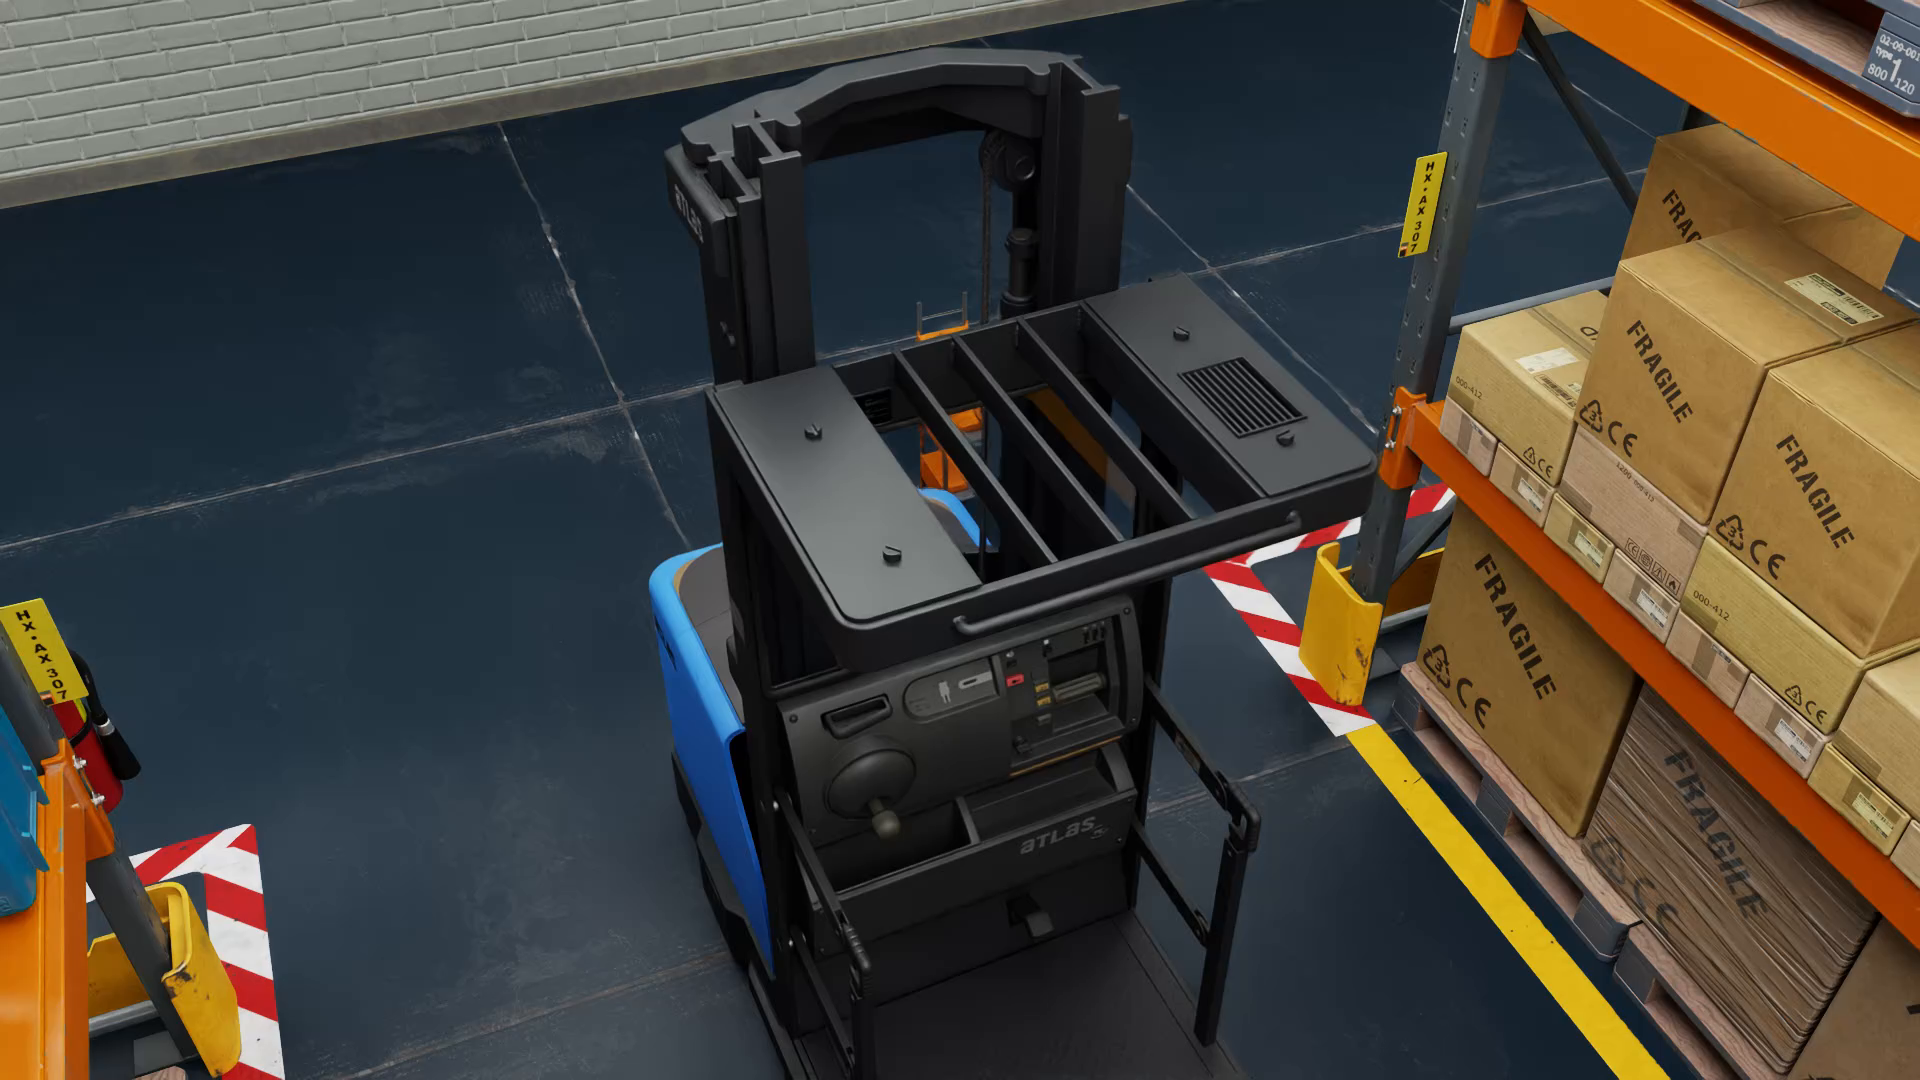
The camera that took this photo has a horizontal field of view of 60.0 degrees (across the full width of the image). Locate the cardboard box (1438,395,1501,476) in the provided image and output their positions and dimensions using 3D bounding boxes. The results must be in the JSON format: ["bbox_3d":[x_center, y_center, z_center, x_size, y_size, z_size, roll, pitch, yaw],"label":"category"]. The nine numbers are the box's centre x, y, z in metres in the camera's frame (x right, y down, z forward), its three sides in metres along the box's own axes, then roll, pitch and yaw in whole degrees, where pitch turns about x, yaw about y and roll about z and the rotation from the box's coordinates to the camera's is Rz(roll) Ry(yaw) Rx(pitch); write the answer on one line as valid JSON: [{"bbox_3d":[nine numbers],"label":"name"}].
[{"bbox_3d":[1.697,-0.362,5.063,0.380,0.149,0.250,-15,43,-16],"label":"cardboard box"}]

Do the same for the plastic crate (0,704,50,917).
[{"bbox_3d":[-2.409,0.601,3.677,0.616,0.435,0.499,-15,43,-17],"label":"plastic crate"}]

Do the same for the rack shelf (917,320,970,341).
[{"bbox_3d":[-0.020,-0.637,6.267,0.215,0.259,0.240,-15,43,-17],"label":"rack shelf"}]

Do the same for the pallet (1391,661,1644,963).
[{"bbox_3d":[2.244,0.766,5.697,1.003,0.211,1.213,-15,43,-17],"label":"pallet"}]

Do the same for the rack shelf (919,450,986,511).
[{"bbox_3d":[-0.020,-0.212,6.633,0.215,0.259,0.240,-15,43,-17],"label":"rack shelf"}]

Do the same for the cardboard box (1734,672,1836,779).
[{"bbox_3d":[2.191,0.412,4.163,0.380,0.149,0.250,-16,43,-17],"label":"cardboard box"}]

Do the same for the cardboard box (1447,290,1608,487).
[{"bbox_3d":[1.800,-0.453,4.863,0.500,0.250,0.500,-16,43,-18],"label":"cardboard box"}]

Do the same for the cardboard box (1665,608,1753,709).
[{"bbox_3d":[2.092,0.257,4.344,0.380,0.149,0.250,-16,43,-18],"label":"cardboard box"}]

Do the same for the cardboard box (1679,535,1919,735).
[{"bbox_3d":[2.194,0.162,4.148,0.500,0.250,0.500,-16,43,-18],"label":"cardboard box"}]

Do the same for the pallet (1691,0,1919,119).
[{"bbox_3d":[2.160,-1.413,3.860,1.003,0.211,1.213,-15,43,-17],"label":"pallet"}]

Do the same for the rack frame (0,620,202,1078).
[{"bbox_3d":[-2.710,0.482,3.889,1.000,3.000,0.127,-15,43,-17],"label":"rack frame"}]

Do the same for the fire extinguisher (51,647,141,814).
[{"bbox_3d":[-2.348,0.449,4.273,0.296,0.674,0.183,-15,43,-17],"label":"fire extinguisher"}]

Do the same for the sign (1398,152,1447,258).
[{"bbox_3d":[1.351,-0.977,4.861,0.100,0.325,0.005,-15,43,-17],"label":"sign"}]

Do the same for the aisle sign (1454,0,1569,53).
[{"bbox_3d":[1.562,-1.708,4.441,0.394,0.787,0.004,-15,43,-17],"label":"aisle sign"}]

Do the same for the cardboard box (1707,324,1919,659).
[{"bbox_3d":[2.196,-0.125,3.907,0.500,0.500,0.500,-16,43,-18],"label":"cardboard box"}]

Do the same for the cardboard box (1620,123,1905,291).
[{"bbox_3d":[2.295,-0.866,4.768,0.500,0.500,0.500,-15,43,-16],"label":"cardboard box"}]

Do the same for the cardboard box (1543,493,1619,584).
[{"bbox_3d":[1.895,-0.054,4.704,0.380,0.149,0.250,-16,43,-18],"label":"cardboard box"}]

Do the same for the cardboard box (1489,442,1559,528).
[{"bbox_3d":[1.797,-0.208,4.884,0.380,0.149,0.250,-16,43,-17],"label":"cardboard box"}]

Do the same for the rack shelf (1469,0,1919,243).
[{"bbox_3d":[2.632,-0.413,3.181,1.077,0.370,4.000,-15,43,-17],"label":"rack shelf"}]

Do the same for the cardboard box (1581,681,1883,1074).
[{"bbox_3d":[2.533,0.807,4.819,0.875,0.875,0.875,-15,43,-17],"label":"cardboard box"}]

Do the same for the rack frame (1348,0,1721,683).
[{"bbox_3d":[1.866,-0.753,5.326,1.000,3.000,0.127,-15,43,-17],"label":"rack frame"}]

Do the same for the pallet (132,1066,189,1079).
[{"bbox_3d":[-2.430,2.046,4.209,1.003,0.211,1.213,-15,43,-17],"label":"pallet"}]

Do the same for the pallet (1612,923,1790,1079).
[{"bbox_3d":[2.707,1.500,4.844,1.003,0.211,1.213,-15,43,-17],"label":"pallet"}]

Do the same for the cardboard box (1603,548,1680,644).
[{"bbox_3d":[1.996,0.103,4.522,0.380,0.149,0.250,-16,43,-18],"label":"cardboard box"}]

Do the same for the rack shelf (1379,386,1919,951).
[{"bbox_3d":[2.632,0.724,4.159,1.077,0.370,4.000,-15,43,-17],"label":"rack shelf"}]

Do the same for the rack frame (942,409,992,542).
[{"bbox_3d":[0.026,-0.357,6.360,0.200,1.050,0.008,-15,43,-17],"label":"rack frame"}]

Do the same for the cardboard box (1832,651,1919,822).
[{"bbox_3d":[2.399,0.475,3.784,0.500,0.250,0.500,-16,43,-18],"label":"cardboard box"}]

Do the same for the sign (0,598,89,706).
[{"bbox_3d":[-2.208,0.273,4.006,0.100,0.325,0.005,-15,43,-17],"label":"sign"}]

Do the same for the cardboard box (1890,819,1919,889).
[{"bbox_3d":[2.389,0.722,3.803,0.380,0.149,0.250,-14,43,-16],"label":"cardboard box"}]

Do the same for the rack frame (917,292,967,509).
[{"bbox_3d":[-0.067,-0.504,6.531,0.200,1.050,0.008,-15,43,-17],"label":"rack frame"}]

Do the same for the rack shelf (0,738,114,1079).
[{"bbox_3d":[-1.945,1.960,2.722,1.077,0.370,4.000,-15,43,-17],"label":"rack shelf"}]

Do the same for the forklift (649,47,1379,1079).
[{"bbox_3d":[0.114,0.514,3.904,1.130,2.935,3.031,-17,43,-18],"label":"forklift"}]

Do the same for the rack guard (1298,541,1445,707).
[{"bbox_3d":[1.857,0.180,6.157,1.175,0.500,0.348,-15,43,-17],"label":"rack guard"}]

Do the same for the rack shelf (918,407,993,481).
[{"bbox_3d":[-0.020,-0.422,6.452,0.215,0.259,0.240,-15,43,-17],"label":"rack shelf"}]

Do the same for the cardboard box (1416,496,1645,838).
[{"bbox_3d":[2.185,0.259,5.456,0.875,0.875,0.875,-15,43,-17],"label":"cardboard box"}]

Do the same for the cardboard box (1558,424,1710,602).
[{"bbox_3d":[2.005,-0.141,4.501,0.500,0.250,0.500,-16,43,-17],"label":"cardboard box"}]

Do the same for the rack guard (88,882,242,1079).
[{"bbox_3d":[-2.731,1.419,4.717,1.175,0.500,0.348,-15,43,-17],"label":"rack guard"}]

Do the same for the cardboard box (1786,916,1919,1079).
[{"bbox_3d":[2.874,1.343,4.195,0.875,0.875,0.875,-15,43,-17],"label":"cardboard box"}]

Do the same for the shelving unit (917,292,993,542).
[{"bbox_3d":[-0.020,-0.430,6.445,0.215,1.050,0.252,-15,43,-17],"label":"shelving unit"}]

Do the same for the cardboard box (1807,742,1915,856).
[{"bbox_3d":[2.287,0.564,3.986,0.380,0.149,0.250,-16,43,-18],"label":"cardboard box"}]

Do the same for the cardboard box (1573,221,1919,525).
[{"bbox_3d":[1.992,-0.436,4.268,0.500,0.500,0.500,-16,43,-18],"label":"cardboard box"}]
